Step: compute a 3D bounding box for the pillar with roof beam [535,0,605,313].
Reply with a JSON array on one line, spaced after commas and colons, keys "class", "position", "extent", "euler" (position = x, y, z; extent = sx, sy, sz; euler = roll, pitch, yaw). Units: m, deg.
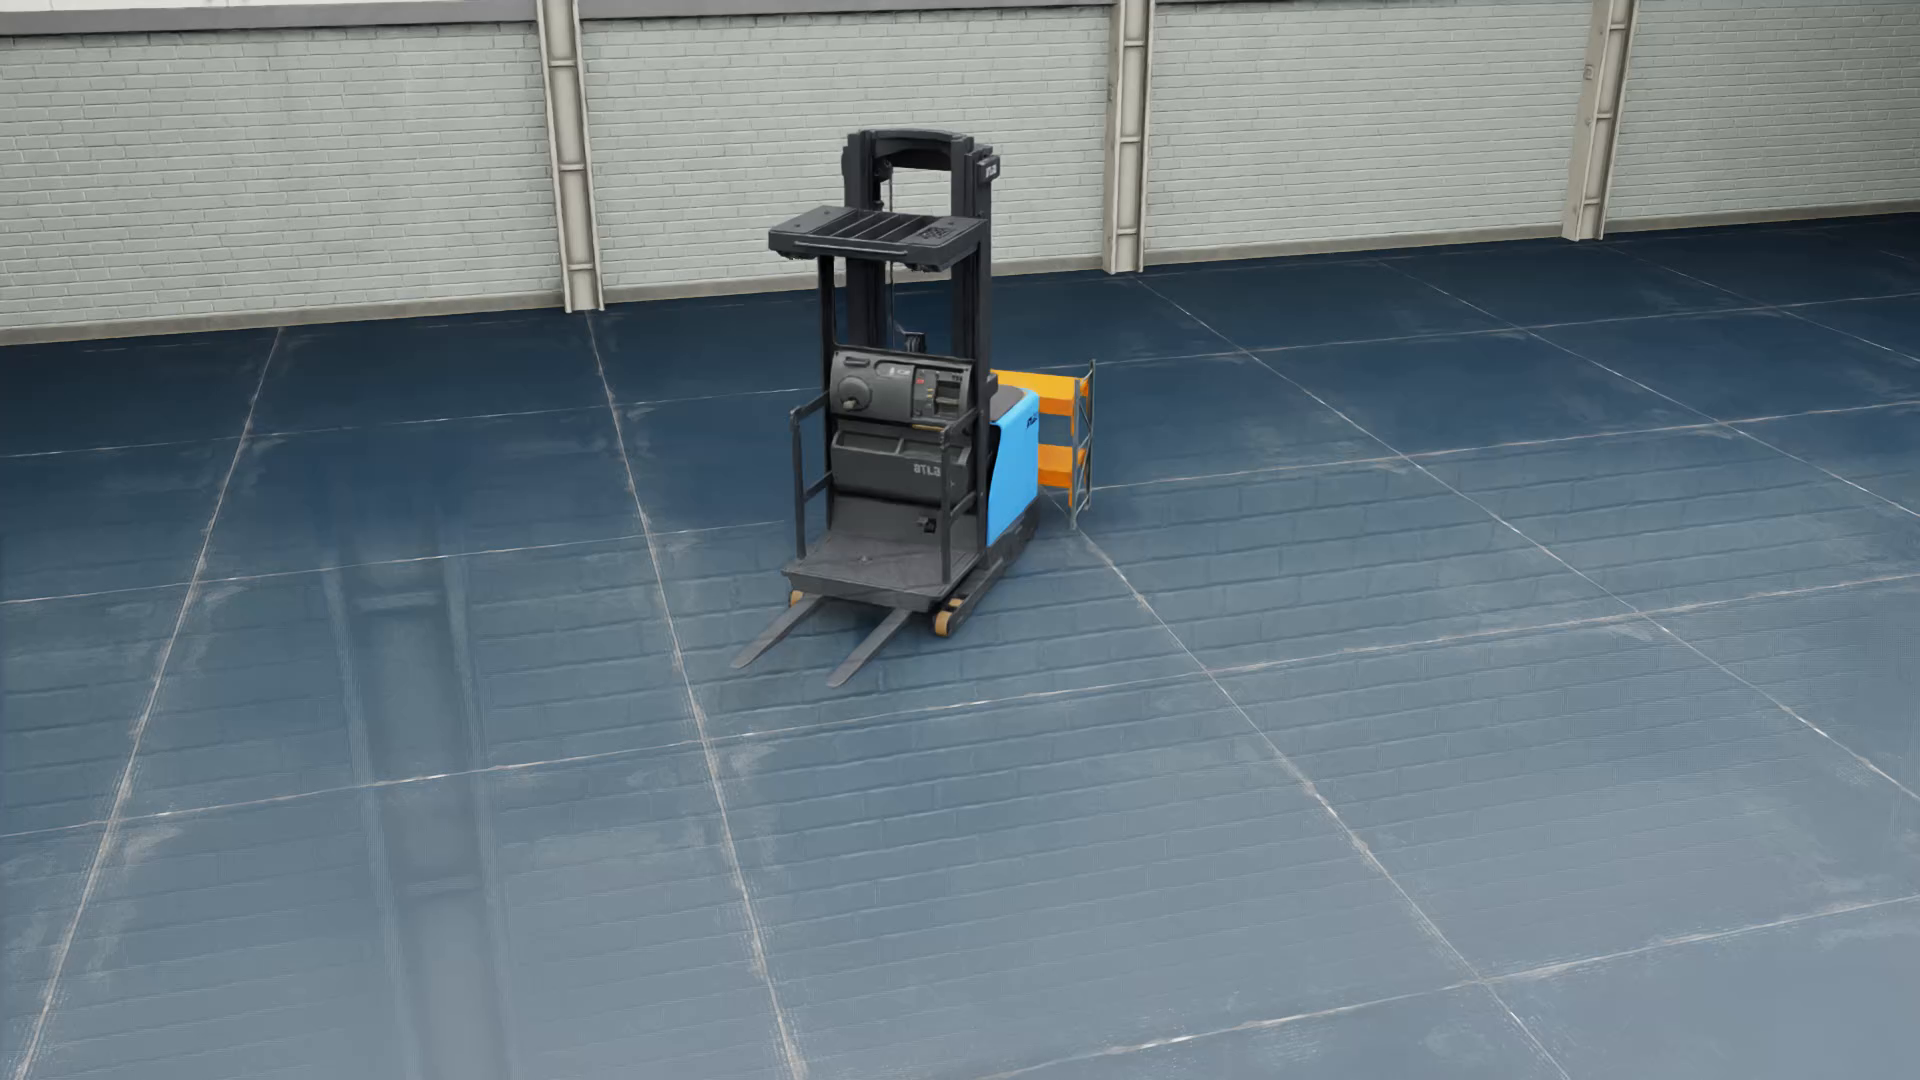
[{"class": "pillar with roof beam", "position": [-2.771, -4.932, 11.831], "extent": [0.400, 9.000, 9.100], "euler": [-6, 24, -14]}]

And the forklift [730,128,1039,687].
[{"class": "forklift", "position": [-0.451, -0.927, 10.194], "extent": [1.130, 2.935, 3.031], "euler": [9, 25, 20]}]

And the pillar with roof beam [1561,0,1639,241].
[{"class": "pillar with roof beam", "position": [8.783, -6.210, 14.810], "extent": [0.400, 9.000, 9.100], "euler": [-6, 24, -14]}]

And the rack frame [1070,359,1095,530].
[{"class": "rack frame", "position": [0.880, -0.685, 11.920], "extent": [0.032, 1.125, 0.500], "euler": [7, 24, 16]}]

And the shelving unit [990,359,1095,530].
[{"class": "shelving unit", "position": [0.396, -0.746, 12.063], "extent": [1.048, 1.125, 0.538], "euler": [7, 24, 16]}]

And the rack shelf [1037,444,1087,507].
[{"class": "rack shelf", "position": [0.396, -0.522, 12.159], "extent": [1.000, 0.278, 0.538], "euler": [7, 24, 16]}]

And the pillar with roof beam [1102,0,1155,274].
[{"class": "pillar with roof beam", "position": [3.006, -5.571, 13.321], "extent": [0.400, 9.000, 9.100], "euler": [-6, 24, -14]}]

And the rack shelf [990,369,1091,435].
[{"class": "rack shelf", "position": [0.396, -1.015, 11.948], "extent": [1.000, 0.278, 0.538], "euler": [7, 24, 16]}]
